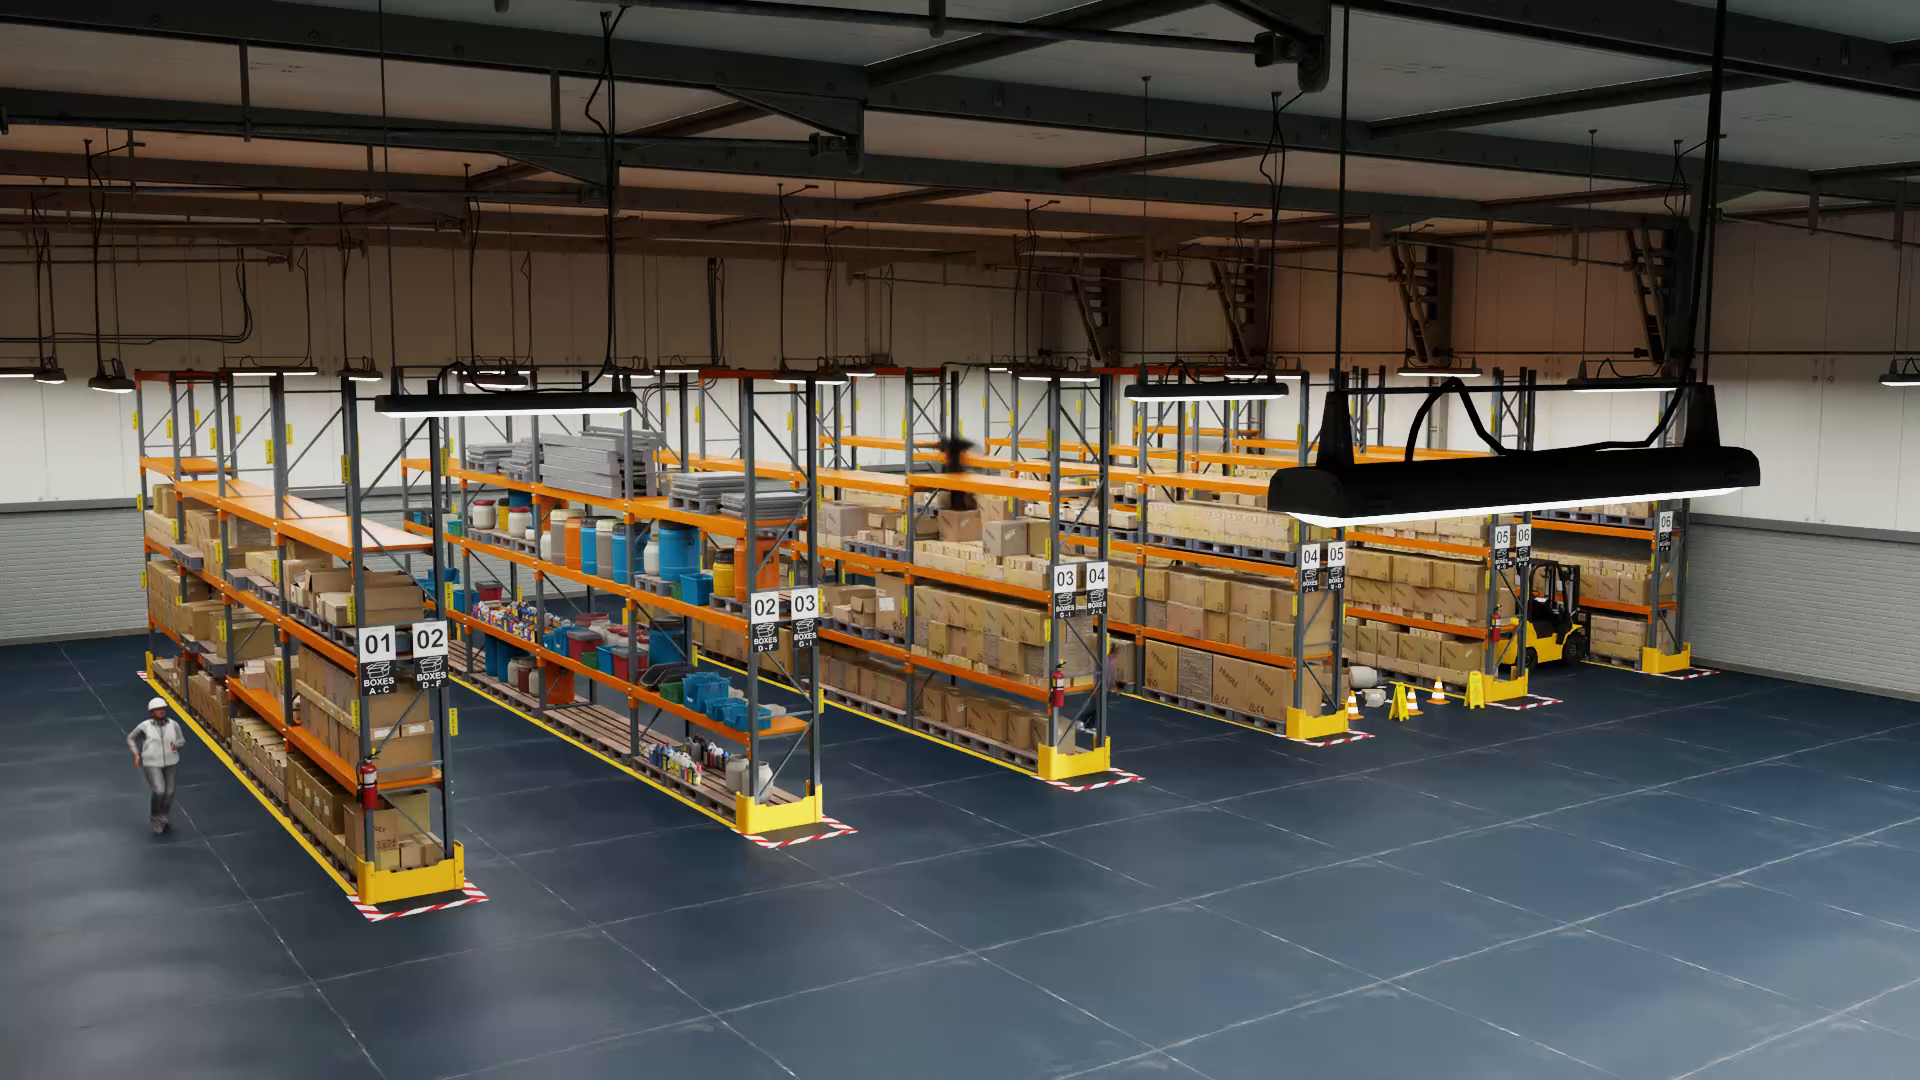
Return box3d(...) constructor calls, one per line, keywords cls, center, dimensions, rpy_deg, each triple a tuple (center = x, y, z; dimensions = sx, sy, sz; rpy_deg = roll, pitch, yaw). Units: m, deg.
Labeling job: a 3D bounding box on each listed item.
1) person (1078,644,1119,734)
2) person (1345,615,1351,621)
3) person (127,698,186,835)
box3d(cls="person", center=(2.313, 2.471, 27.560), dimensions=(0.603, 1.499, 0.628), rpy_deg=(5, 8, 39))
box3d(cls="person", center=(8.593, 1.416, 35.991), dimensions=(0.877, 1.735, 0.705), rpy_deg=(6, 9, 44))
box3d(cls="person", center=(-10.568, 2.982, 21.966), dimensions=(0.651, 1.800, 0.724), rpy_deg=(-6, 9, -43))
